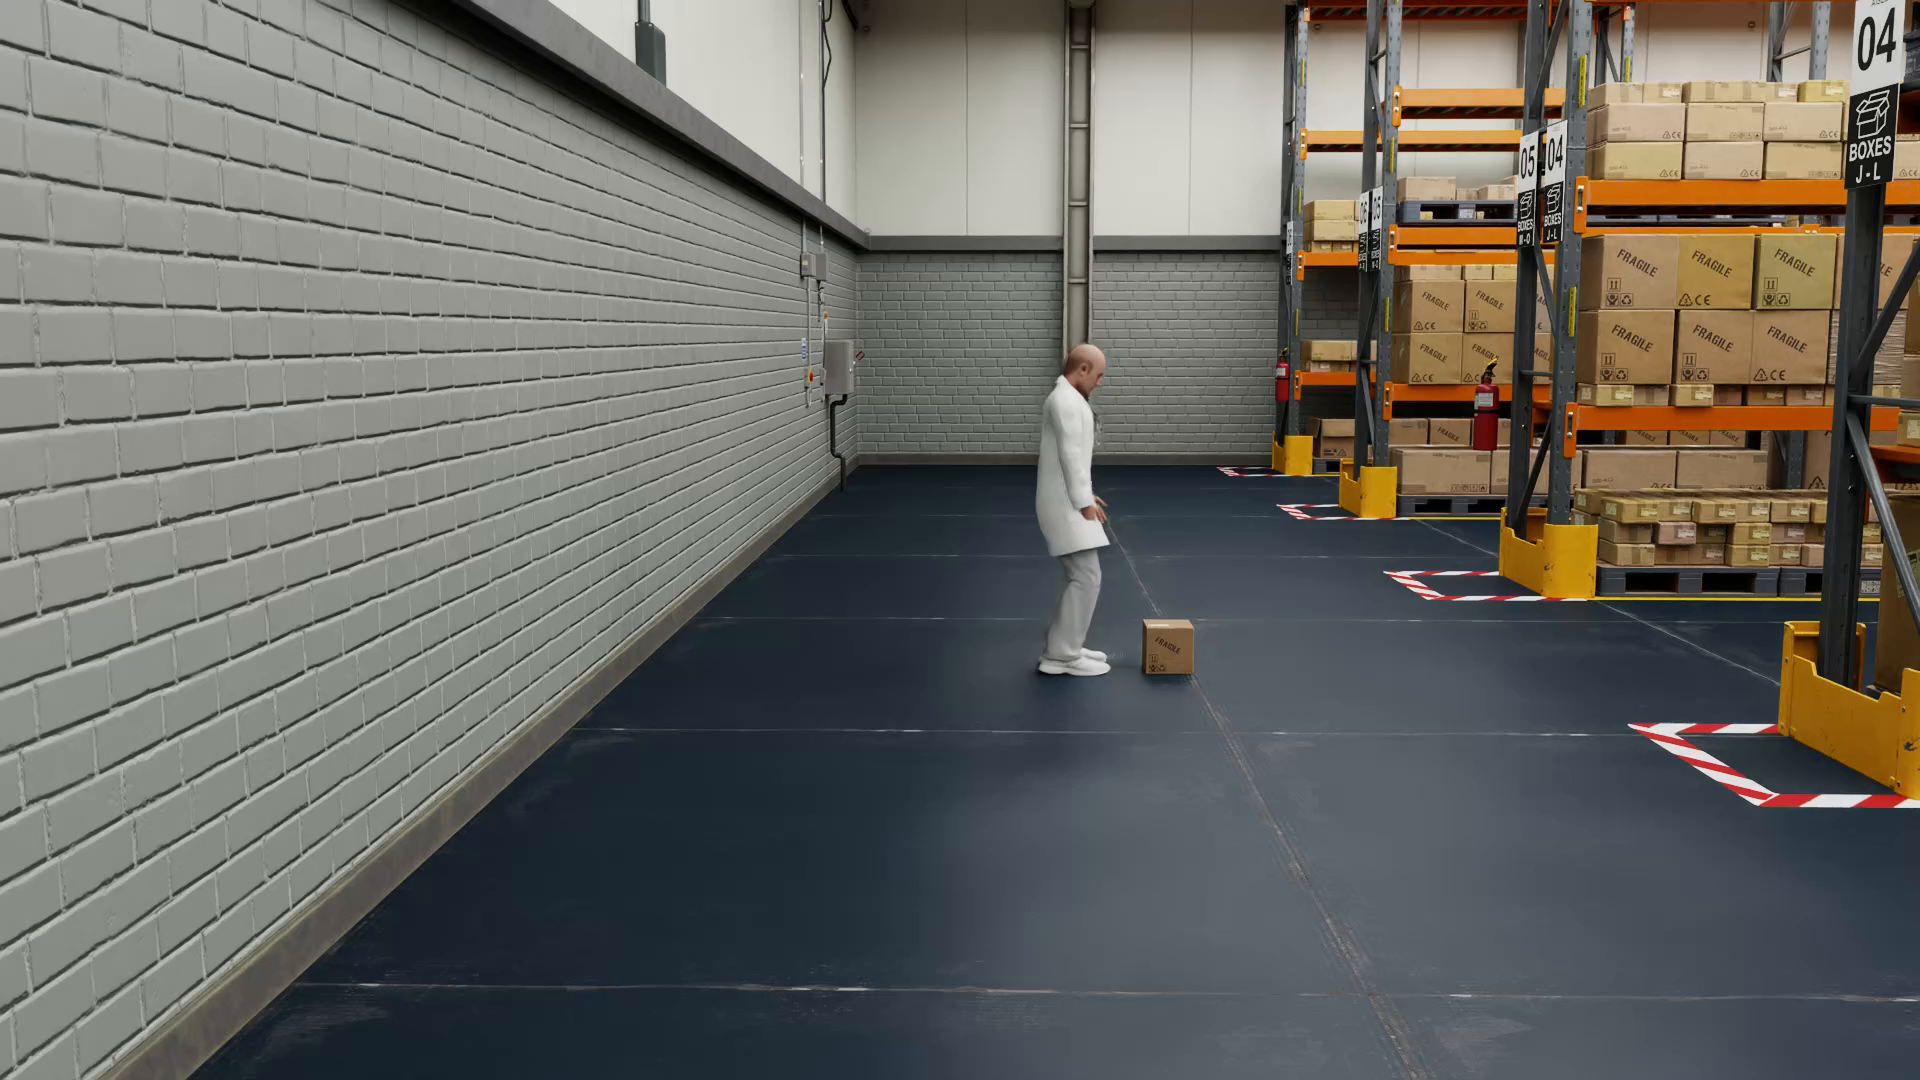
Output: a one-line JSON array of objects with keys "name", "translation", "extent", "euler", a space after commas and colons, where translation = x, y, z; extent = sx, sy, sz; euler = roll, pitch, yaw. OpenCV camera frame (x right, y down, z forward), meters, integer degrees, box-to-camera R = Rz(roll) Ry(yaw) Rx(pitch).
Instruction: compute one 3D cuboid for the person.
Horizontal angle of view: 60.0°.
[{"name": "person", "translation": [0.604, -0.169, 8.870], "extent": [0.401, 1.746, 0.583], "euler": [0, 7, 3]}]
